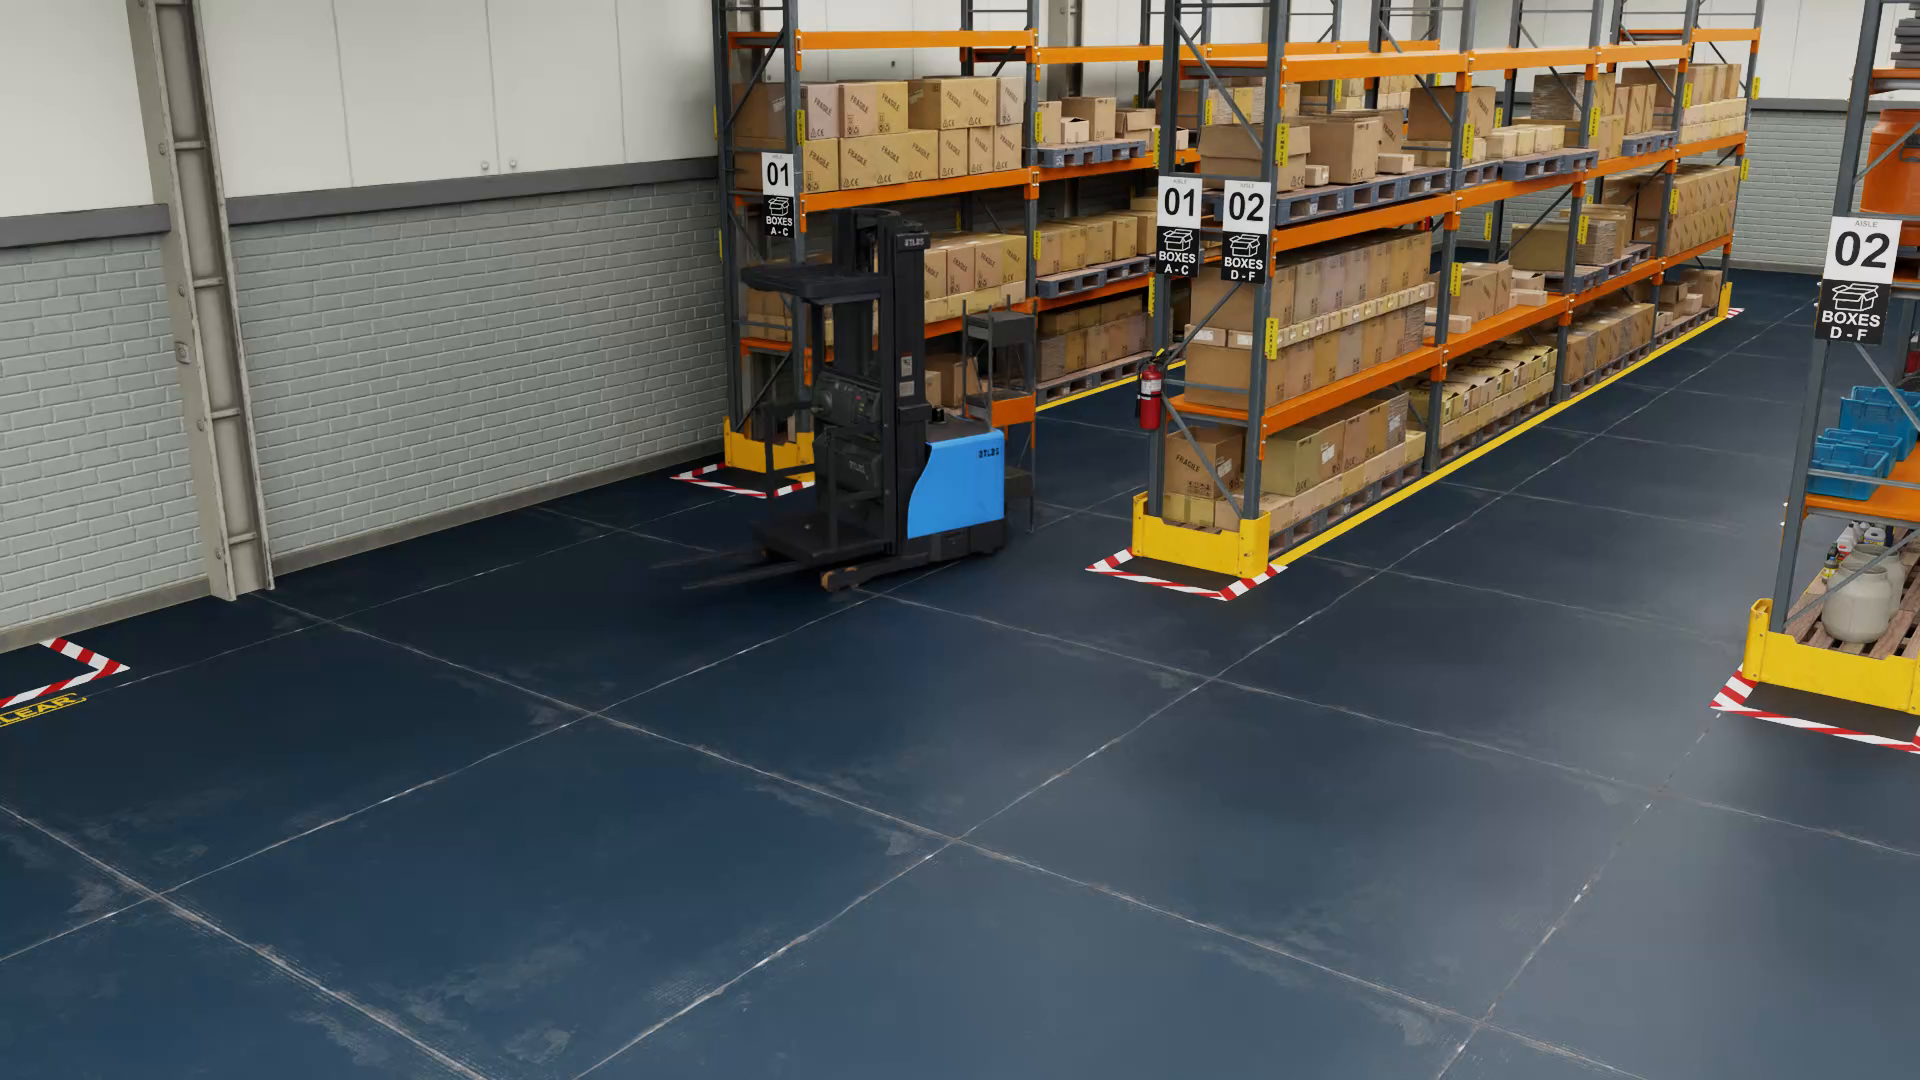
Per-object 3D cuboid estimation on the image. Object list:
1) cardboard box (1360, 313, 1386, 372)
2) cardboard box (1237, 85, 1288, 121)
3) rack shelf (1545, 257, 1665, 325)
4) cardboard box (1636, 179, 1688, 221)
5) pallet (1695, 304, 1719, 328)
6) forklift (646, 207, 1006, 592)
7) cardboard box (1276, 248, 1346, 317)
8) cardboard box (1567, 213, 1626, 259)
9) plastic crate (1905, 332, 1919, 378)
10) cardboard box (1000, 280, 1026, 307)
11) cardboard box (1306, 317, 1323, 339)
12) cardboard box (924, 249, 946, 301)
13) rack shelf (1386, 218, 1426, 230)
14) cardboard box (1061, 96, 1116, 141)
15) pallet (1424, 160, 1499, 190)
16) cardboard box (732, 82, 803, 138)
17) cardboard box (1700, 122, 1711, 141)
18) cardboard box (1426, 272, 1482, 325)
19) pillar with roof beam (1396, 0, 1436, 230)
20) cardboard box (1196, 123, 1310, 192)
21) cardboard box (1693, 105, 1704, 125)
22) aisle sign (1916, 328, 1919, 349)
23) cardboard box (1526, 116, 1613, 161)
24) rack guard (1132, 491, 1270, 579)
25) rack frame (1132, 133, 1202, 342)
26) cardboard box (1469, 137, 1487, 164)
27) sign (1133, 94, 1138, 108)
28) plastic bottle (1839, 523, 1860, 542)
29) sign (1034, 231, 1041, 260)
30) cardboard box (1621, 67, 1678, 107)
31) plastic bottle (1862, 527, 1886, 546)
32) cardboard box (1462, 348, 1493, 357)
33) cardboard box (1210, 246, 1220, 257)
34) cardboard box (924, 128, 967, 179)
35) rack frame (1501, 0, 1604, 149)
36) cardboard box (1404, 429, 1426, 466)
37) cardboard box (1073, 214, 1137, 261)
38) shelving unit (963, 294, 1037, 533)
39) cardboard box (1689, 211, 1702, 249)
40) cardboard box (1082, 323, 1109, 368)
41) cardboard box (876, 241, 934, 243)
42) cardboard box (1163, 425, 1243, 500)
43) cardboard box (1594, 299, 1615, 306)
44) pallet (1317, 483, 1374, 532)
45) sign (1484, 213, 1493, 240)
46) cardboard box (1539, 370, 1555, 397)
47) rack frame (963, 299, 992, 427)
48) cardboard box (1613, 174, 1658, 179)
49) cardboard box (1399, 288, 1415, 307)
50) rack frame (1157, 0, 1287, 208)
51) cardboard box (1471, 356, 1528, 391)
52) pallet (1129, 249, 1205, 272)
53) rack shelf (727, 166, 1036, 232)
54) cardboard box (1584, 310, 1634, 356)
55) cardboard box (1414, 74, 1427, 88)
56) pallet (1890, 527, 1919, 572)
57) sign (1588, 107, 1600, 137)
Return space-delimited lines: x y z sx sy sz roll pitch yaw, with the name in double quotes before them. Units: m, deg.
"cardboard box" 3.556 -1.904 15.649 0.700 0.500 0.500 13 21 35
"cardboard box" 4.321 -6.345 24.149 0.700 0.500 0.500 12 21 34
"rack shelf" 8.002 -3.294 21.507 1.077 0.370 4.000 12 21 35
"cardboard box" 9.700 -4.702 22.972 0.500 0.500 0.500 13 22 36
"pallet" 11.057 -3.527 25.745 1.003 0.211 1.213 12 21 35
"forklift" -1.094 -1.157 13.528 3.031 2.935 1.130 -12 21 -34
"cardboard box" 2.972 -2.291 14.708 0.700 0.500 0.500 13 21 35
"cardboard box" 8.190 -3.931 21.467 0.700 0.500 0.500 7 19 21
"plastic crate" 8.445 -1.532 14.513 0.402 0.464 0.583 12 21 35
"cardboard box" 0.407 -2.855 19.098 0.500 0.250 0.500 12 21 35
"cardboard box" 2.907 -1.851 14.384 0.380 0.149 0.250 12 21 34
"cardboard box" -0.498 -2.850 17.818 0.500 0.500 0.500 13 22 36
"rack shelf" 6.405 -5.121 27.390 1.077 0.370 4.000 12 21 35
"cardboard box" 1.571 -5.174 20.412 0.500 0.500 0.500 12 21 33
"pallet" 4.942 -3.762 17.065 0.805 0.209 1.217 11 21 33
"cardboard box" -1.890 -4.247 16.415 0.500 0.500 0.500 14 22 37
"cardboard box" 10.282 -5.784 23.507 0.500 0.250 0.500 12 21 35
"cardboard box" 5.211 -2.562 17.767 0.500 0.500 0.500 14 22 39
"pillar with roof beam" 11.968 -8.841 28.041 9.100 9.000 0.400 12 21 35
"cardboard box" 2.389 -3.141 13.625 0.797 0.503 0.637 14 22 38
"cardboard box" 9.979 -5.905 23.053 0.500 0.250 0.500 12 21 35
"aisle sign" 6.212 -1.552 10.301 0.394 0.787 0.004 12 21 35
"cardboard box" 7.347 -4.873 20.151 0.910 0.500 0.500 12 21 35
"rack guard" 2.029 -0.056 14.082 1.175 0.500 0.348 12 21 35
"rack frame" 2.830 -4.036 22.682 1.000 3.000 0.127 12 21 35
"cardboard box" 5.127 -4.046 17.203 0.500 0.250 0.500 10 20 29
"sign" 2.389 -5.853 22.471 0.100 0.325 0.005 12 21 35
"plastic bottle" 7.112 0.032 13.308 0.144 0.351 0.185 13 22 37
"sign" 0.887 -3.402 19.183 0.100 0.325 0.005 12 21 35
"cardboard box" 9.453 -6.194 22.721 0.700 0.500 0.500 12 21 35
"plastic bottle" 7.357 0.044 13.396 0.152 0.276 0.135 12 21 35
"cardboard box" 5.956 -2.117 19.486 0.500 0.311 0.500 12 21 33
"cardboard box" 3.369 -4.021 23.025 0.380 0.149 0.250 13 21 35
"cardboard box" -0.267 -4.152 17.796 0.500 0.500 0.500 11 21 33
"rack frame" 6.810 -6.026 18.976 1.000 3.000 0.127 12 21 35
"cardboard box" 4.326 -0.947 16.664 0.500 0.250 0.500 12 21 35
"cardboard box" 1.833 -3.879 21.267 0.700 0.500 0.500 12 21 35
"shelving unit" 0.344 -1.070 14.649 0.503 2.100 0.431 -13 21 -35
"cardboard box" 10.318 -4.476 23.932 0.500 0.500 0.500 12 21 34
"cardboard box" 1.476 -2.524 21.287 0.700 0.500 0.500 13 21 35
"cardboard box" -0.614 -3.064 18.507 0.500 0.500 0.500 13 22 36
"cardboard box" 2.124 -0.682 14.545 0.500 0.500 0.500 12 21 35
"cardboard box" 8.710 -3.058 23.007 0.500 0.500 0.500 11 21 32
"pallet" 3.193 -0.403 15.686 1.003 0.211 1.213 12 21 35
"sign" 6.369 -3.770 20.008 0.100 0.325 0.005 12 21 35
"cardboard box" 6.693 -1.880 19.669 0.500 0.250 0.500 13 21 36
"rack frame" 0.149 -1.027 14.509 0.015 2.100 0.400 -13 21 -35
"cardboard box" 9.590 -4.928 23.700 0.500 0.500 0.500 12 21 34
"cardboard box" 4.134 -2.342 15.966 0.380 0.149 0.250 12 21 33
"rack frame" 2.044 -4.121 12.840 1.000 3.000 0.127 12 21 35
"cardboard box" 6.088 -1.904 18.799 0.500 0.311 0.500 12 21 34
"pallet" 2.491 -3.756 22.103 1.213 0.211 1.003 12 21 35
"rack shelf" -0.745 -3.696 17.742 1.077 0.370 4.000 12 21 35
"cardboard box" 8.529 -2.727 21.939 0.500 0.500 0.500 13 21 35
"cardboard box" 7.379 -7.686 27.490 0.500 0.500 0.500 12 21 35
"pallet" 7.969 0.152 13.899 1.003 0.211 1.213 12 21 35
"sign" 7.251 -4.779 19.011 0.100 0.325 0.005 12 21 35
